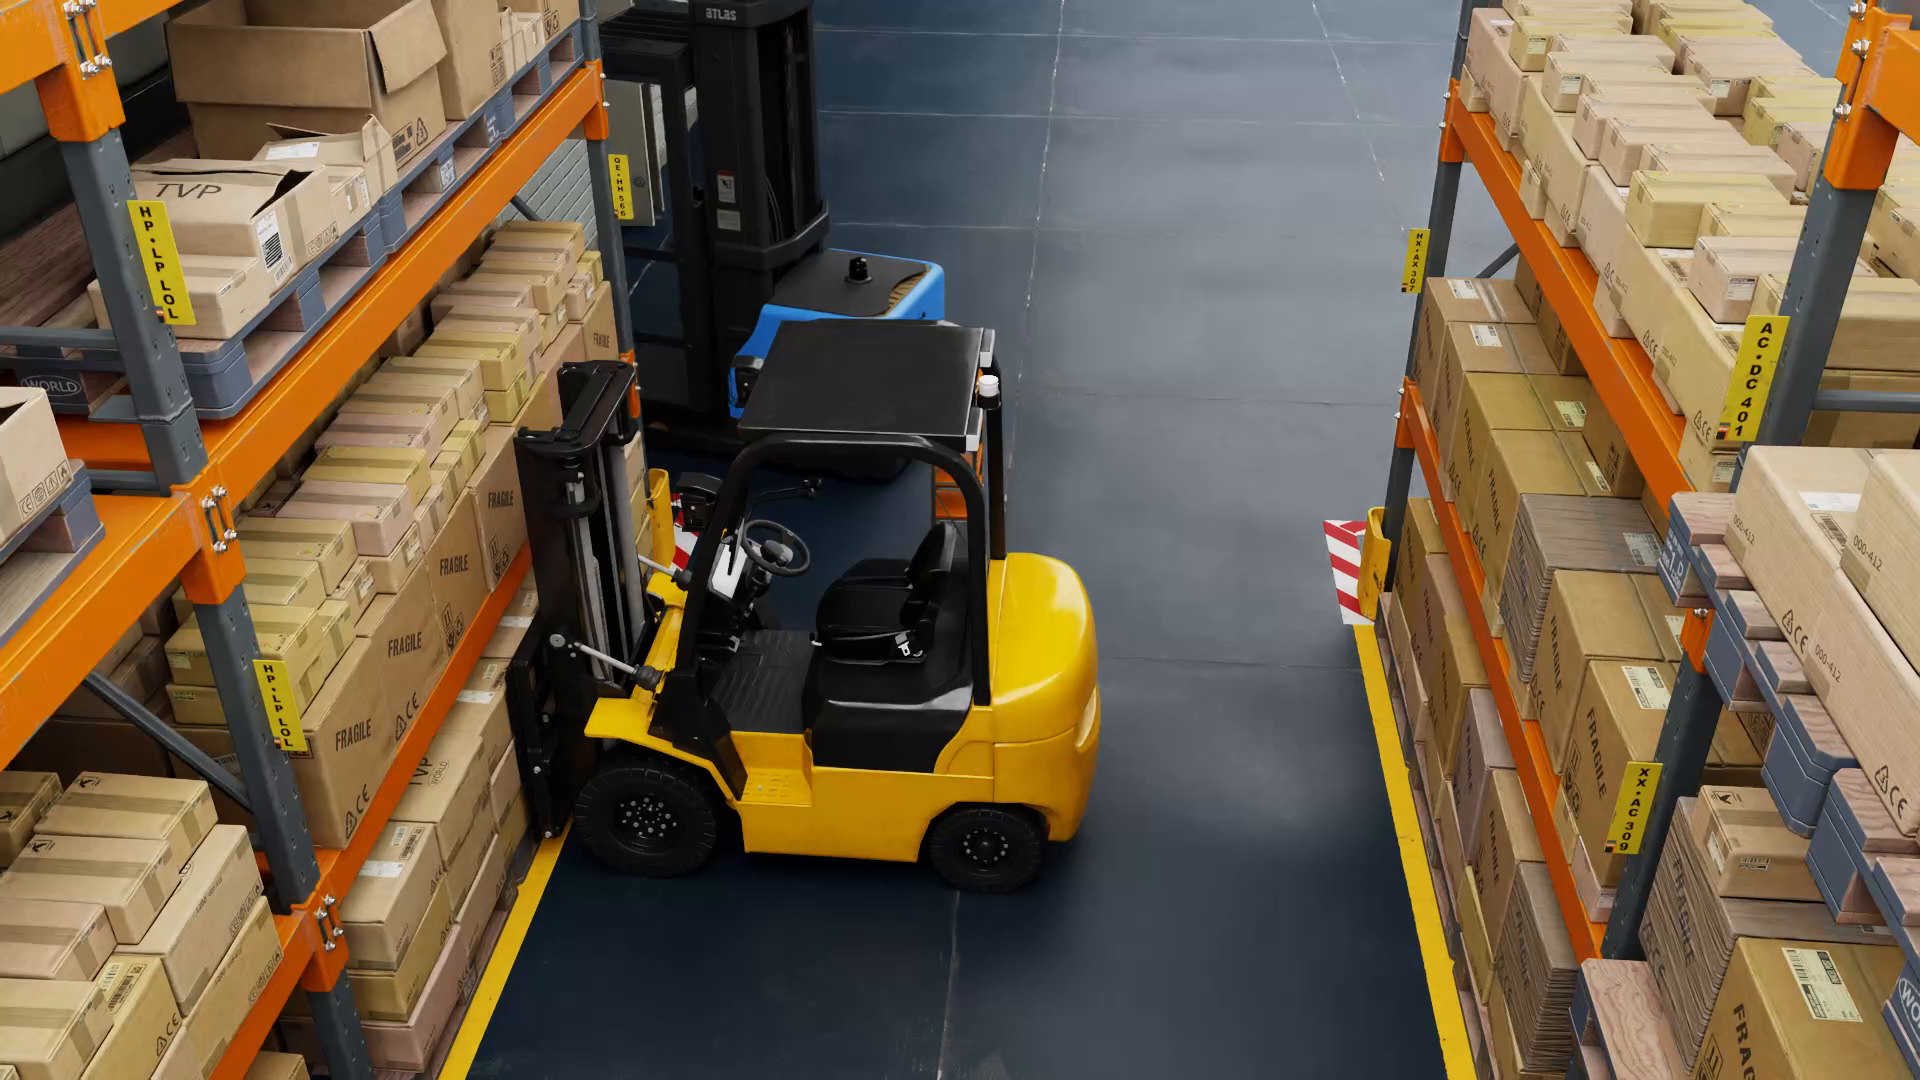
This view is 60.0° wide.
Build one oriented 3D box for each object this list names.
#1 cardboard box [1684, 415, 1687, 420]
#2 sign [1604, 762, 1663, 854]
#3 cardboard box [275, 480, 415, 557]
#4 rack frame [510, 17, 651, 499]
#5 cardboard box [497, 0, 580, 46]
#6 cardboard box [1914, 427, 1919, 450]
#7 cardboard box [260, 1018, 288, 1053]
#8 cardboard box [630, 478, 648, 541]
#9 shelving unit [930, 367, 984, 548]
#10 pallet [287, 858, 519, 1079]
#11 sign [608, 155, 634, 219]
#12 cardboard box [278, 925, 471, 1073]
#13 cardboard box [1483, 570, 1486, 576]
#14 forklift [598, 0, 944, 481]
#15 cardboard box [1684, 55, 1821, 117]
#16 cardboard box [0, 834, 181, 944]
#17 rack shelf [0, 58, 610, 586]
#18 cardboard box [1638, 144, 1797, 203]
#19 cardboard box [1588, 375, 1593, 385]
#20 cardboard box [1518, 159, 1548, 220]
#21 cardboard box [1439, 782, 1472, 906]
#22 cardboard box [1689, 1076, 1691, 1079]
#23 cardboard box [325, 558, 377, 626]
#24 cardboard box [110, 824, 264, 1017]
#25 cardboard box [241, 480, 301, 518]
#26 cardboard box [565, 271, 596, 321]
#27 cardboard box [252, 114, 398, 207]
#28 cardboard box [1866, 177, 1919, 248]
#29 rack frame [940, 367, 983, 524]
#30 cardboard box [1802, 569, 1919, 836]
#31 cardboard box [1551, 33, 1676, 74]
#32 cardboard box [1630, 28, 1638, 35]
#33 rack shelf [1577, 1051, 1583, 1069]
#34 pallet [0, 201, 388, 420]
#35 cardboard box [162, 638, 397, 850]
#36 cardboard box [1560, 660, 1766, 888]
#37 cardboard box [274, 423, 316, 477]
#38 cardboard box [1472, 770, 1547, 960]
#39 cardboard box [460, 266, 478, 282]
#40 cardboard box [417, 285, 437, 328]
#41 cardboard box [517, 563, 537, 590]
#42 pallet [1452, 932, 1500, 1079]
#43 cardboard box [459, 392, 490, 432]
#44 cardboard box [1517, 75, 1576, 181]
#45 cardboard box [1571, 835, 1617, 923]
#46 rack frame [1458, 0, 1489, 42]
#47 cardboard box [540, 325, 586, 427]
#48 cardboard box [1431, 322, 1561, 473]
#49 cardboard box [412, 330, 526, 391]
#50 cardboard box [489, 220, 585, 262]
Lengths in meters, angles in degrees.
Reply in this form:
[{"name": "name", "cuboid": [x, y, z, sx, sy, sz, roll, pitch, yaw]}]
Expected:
[{"name": "cardboard box", "cuboid": [2.249, -0.340, 4.603, 0.380, 0.149, 0.250, 3, 32, 5]}, {"name": "sign", "cuboid": [1.877, 0.749, 4.631, 0.100, 0.325, 0.005, 2, 32, 4]}, {"name": "cardboard box", "cuboid": [-2.141, -0.078, 5.800, 0.380, 0.149, 0.250, 3, 32, 5]}, {"name": "rack frame", "cuboid": [-2.203, -1.165, 8.562, 1.000, 3.000, 0.127, 2, 32, 4]}, {"name": "cardboard box", "cuboid": [-1.996, -2.464, 7.220, 0.500, 0.500, 0.500, 3, 32, 6]}, {"name": "cardboard box", "cuboid": [2.727, -0.422, 4.356, 0.500, 0.250, 0.500, 2, 32, 3]}, {"name": "cardboard box", "cuboid": [-2.691, 1.656, 6.205, 0.500, 0.250, 0.500, 3, 32, 4]}, {"name": "cardboard box", "cuboid": [-1.931, -0.118, 8.607, 0.500, 0.250, 0.500, 2, 32, 3]}, {"name": "shelving unit", "cuboid": [-0.013, -0.424, 9.075, 0.258, 1.200, 0.503, 2, 32, 4]}, {"name": "pallet", "cuboid": [-2.422, 1.699, 6.571, 1.003, 0.211, 1.213, 2, 32, 4]}, {"name": "sign", "cuboid": [-1.664, -1.729, 8.147, 0.100, 0.325, 0.005, 2, 32, 4]}, {"name": "cardboard box", "cuboid": [-2.160, 1.679, 6.167, 0.500, 0.250, 0.500, 3, 32, 4]}, {"name": "cardboard box", "cuboid": [2.335, 0.133, 6.694, 0.380, 0.149, 0.250, 2, 32, 3]}, {"name": "forklift", "cuboid": [-1.656, -2.068, 10.092, 3.031, 2.935, 1.130, 11, 33, 17]}, {"name": "cardboard box", "cuboid": [2.803, -1.614, 5.911, 0.380, 0.149, 0.250, 2, 32, 3]}, {"name": "cardboard box", "cuboid": [-2.338, 0.932, 4.446, 0.380, 0.149, 0.250, 2, 32, 3]}, {"name": "rack shelf", "cuboid": [-2.366, -1.090, 6.267, 1.077, 0.370, 4.000, 2, 32, 4]}, {"name": "cardboard box", "cuboid": [2.296, -1.094, 5.066, 0.380, 0.149, 0.250, 2, 32, 3]}, {"name": "cardboard box", "cuboid": [2.933, -0.738, 6.537, 0.700, 0.500, 0.500, 2, 32, 3]}, {"name": "cardboard box", "cuboid": [2.292, -1.290, 6.144, 0.380, 0.149, 0.250, 3, 32, 5]}, {"name": "cardboard box", "cuboid": [2.278, 1.263, 6.842, 0.500, 0.250, 0.500, 3, 32, 5]}, {"name": "cardboard box", "cuboid": [2.030, 1.470, 4.125, 0.380, 0.149, 0.250, 3, 32, 5]}, {"name": "cardboard box", "cuboid": [-2.228, 0.179, 5.667, 0.380, 0.149, 0.250, 2, 32, 4]}, {"name": "cardboard box", "cuboid": [-2.314, 1.045, 4.642, 0.500, 0.250, 0.500, 2, 32, 3]}, {"name": "cardboard box", "cuboid": [-2.647, -0.105, 6.128, 0.380, 0.149, 0.250, 3, 32, 6]}, {"name": "cardboard box", "cuboid": [-1.943, -1.156, 7.833, 0.380, 0.149, 0.250, 3, 32, 5]}, {"name": "cardboard box", "cuboid": [-2.105, -1.278, 5.518, 0.396, 0.266, 0.258, 2, 32, 3]}, {"name": "cardboard box", "cuboid": [2.840, -0.935, 4.809, 0.380, 0.149, 0.250, 2, 32, 4]}, {"name": "rack frame", "cuboid": [0.006, -0.552, 9.282, 0.240, 1.200, 0.015, 2, 32, 4]}, {"name": "cardboard box", "cuboid": [1.931, 0.298, 3.071, 0.500, 0.250, 0.500, 2, 32, 3]}, {"name": "cardboard box", "cuboid": [2.406, -1.765, 6.156, 0.380, 0.149, 0.250, 2, 32, 4]}, {"name": "cardboard box", "cuboid": [2.971, -2.016, 6.943, 0.500, 0.250, 0.500, 2, 32, 3]}, {"name": "rack shelf", "cuboid": [2.256, 2.489, 3.319, 1.077, 0.370, 4.000, 2, 32, 4]}, {"name": "pallet", "cuboid": [-2.485, -0.760, 5.130, 1.003, 0.211, 1.213, 2, 32, 4]}, {"name": "cardboard box", "cuboid": [-2.233, 0.663, 5.500, 0.500, 0.500, 0.500, 2, 32, 3]}, {"name": "cardboard box", "cuboid": [2.207, 0.724, 5.117, 0.500, 0.500, 0.500, 2, 32, 3]}, {"name": "cardboard box", "cuboid": [-2.668, -0.367, 6.270, 0.380, 0.149, 0.250, 2, 32, 3]}, {"name": "cardboard box", "cuboid": [2.239, 1.222, 6.194, 0.500, 0.500, 0.500, 3, 32, 5]}, {"name": "cardboard box", "cuboid": [-2.446, -1.186, 7.882, 0.380, 0.149, 0.250, 2, 32, 4]}, {"name": "cardboard box", "cuboid": [-2.541, -1.041, 7.364, 0.380, 0.149, 0.250, 3, 32, 4]}, {"name": "cardboard box", "cuboid": [-1.997, 0.187, 7.636, 0.500, 0.250, 0.500, 3, 32, 5]}, {"name": "pallet", "cuboid": [2.438, 1.971, 6.131, 1.003, 0.211, 1.213, 2, 32, 4]}, {"name": "cardboard box", "cuboid": [-2.142, -0.492, 6.756, 0.380, 0.149, 0.250, 2, 32, 4]}, {"name": "cardboard box", "cuboid": [2.370, -1.509, 6.120, 0.500, 0.250, 0.500, 3, 32, 5]}, {"name": "cardboard box", "cuboid": [2.141, 1.062, 5.187, 0.380, 0.149, 0.250, 2, 32, 3]}, {"name": "rack frame", "cuboid": [2.744, -3.509, 6.647, 1.000, 3.000, 0.127, 2, 32, 4]}, {"name": "cardboard box", "cuboid": [-2.033, -0.668, 7.660, 0.500, 0.500, 0.500, 3, 32, 6]}, {"name": "cardboard box", "cuboid": [2.390, -0.618, 7.294, 0.500, 0.500, 0.500, 3, 32, 5]}, {"name": "cardboard box", "cuboid": [-2.026, -0.743, 6.879, 0.380, 0.149, 0.250, 3, 32, 5]}, {"name": "cardboard box", "cuboid": [-2.022, -1.414, 7.969, 0.380, 0.149, 0.250, 3, 32, 4]}]
